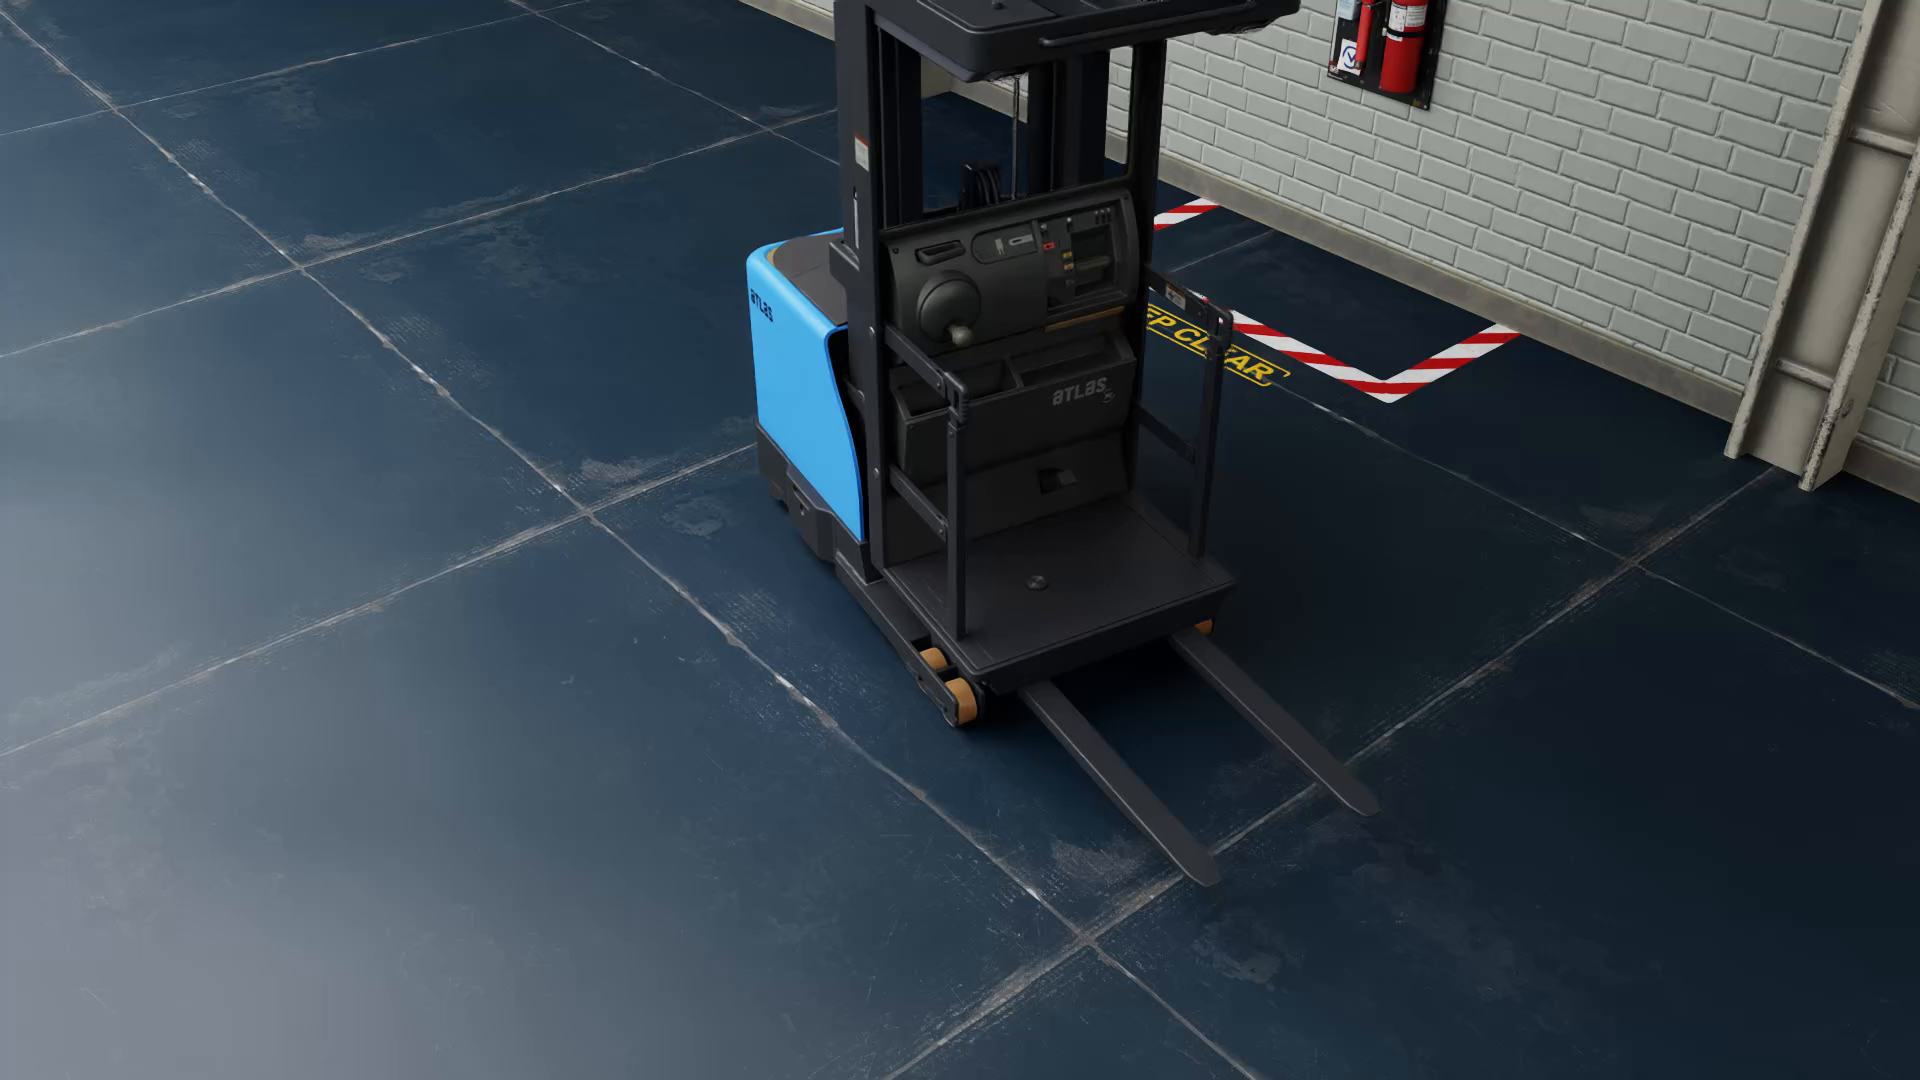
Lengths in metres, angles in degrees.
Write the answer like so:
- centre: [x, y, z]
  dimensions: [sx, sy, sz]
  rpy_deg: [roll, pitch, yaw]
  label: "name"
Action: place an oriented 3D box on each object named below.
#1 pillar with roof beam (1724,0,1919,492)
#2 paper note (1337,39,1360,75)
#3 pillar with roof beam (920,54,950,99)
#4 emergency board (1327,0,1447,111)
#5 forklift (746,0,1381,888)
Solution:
- centre: [0.298, -2.413, 2.372]
  dimensions: [9.100, 9.000, 0.400]
  rpy_deg: [-26, 43, -32]
  label: "pillar with roof beam"
- centre: [1.959, -2.421, 8.335]
  dimensions: [0.016, 0.148, 0.142]
  rpy_deg: [-26, 43, -32]
  label: "paper note"
- centre: [-3.574, -5.062, 6.112]
  dimensions: [9.100, 9.000, 0.400]
  rpy_deg: [-26, 43, -32]
  label: "pillar with roof beam"
- centre: [2.021, -2.676, 7.933]
  dimensions: [0.194, 1.169, 0.643]
  rpy_deg: [-26, 43, -32]
  label: "emergency board"
- centre: [0.296, -0.846, 5.409]
  dimensions: [1.130, 2.935, 3.031]
  rpy_deg: [-18, 39, -23]
  label: "forklift"
